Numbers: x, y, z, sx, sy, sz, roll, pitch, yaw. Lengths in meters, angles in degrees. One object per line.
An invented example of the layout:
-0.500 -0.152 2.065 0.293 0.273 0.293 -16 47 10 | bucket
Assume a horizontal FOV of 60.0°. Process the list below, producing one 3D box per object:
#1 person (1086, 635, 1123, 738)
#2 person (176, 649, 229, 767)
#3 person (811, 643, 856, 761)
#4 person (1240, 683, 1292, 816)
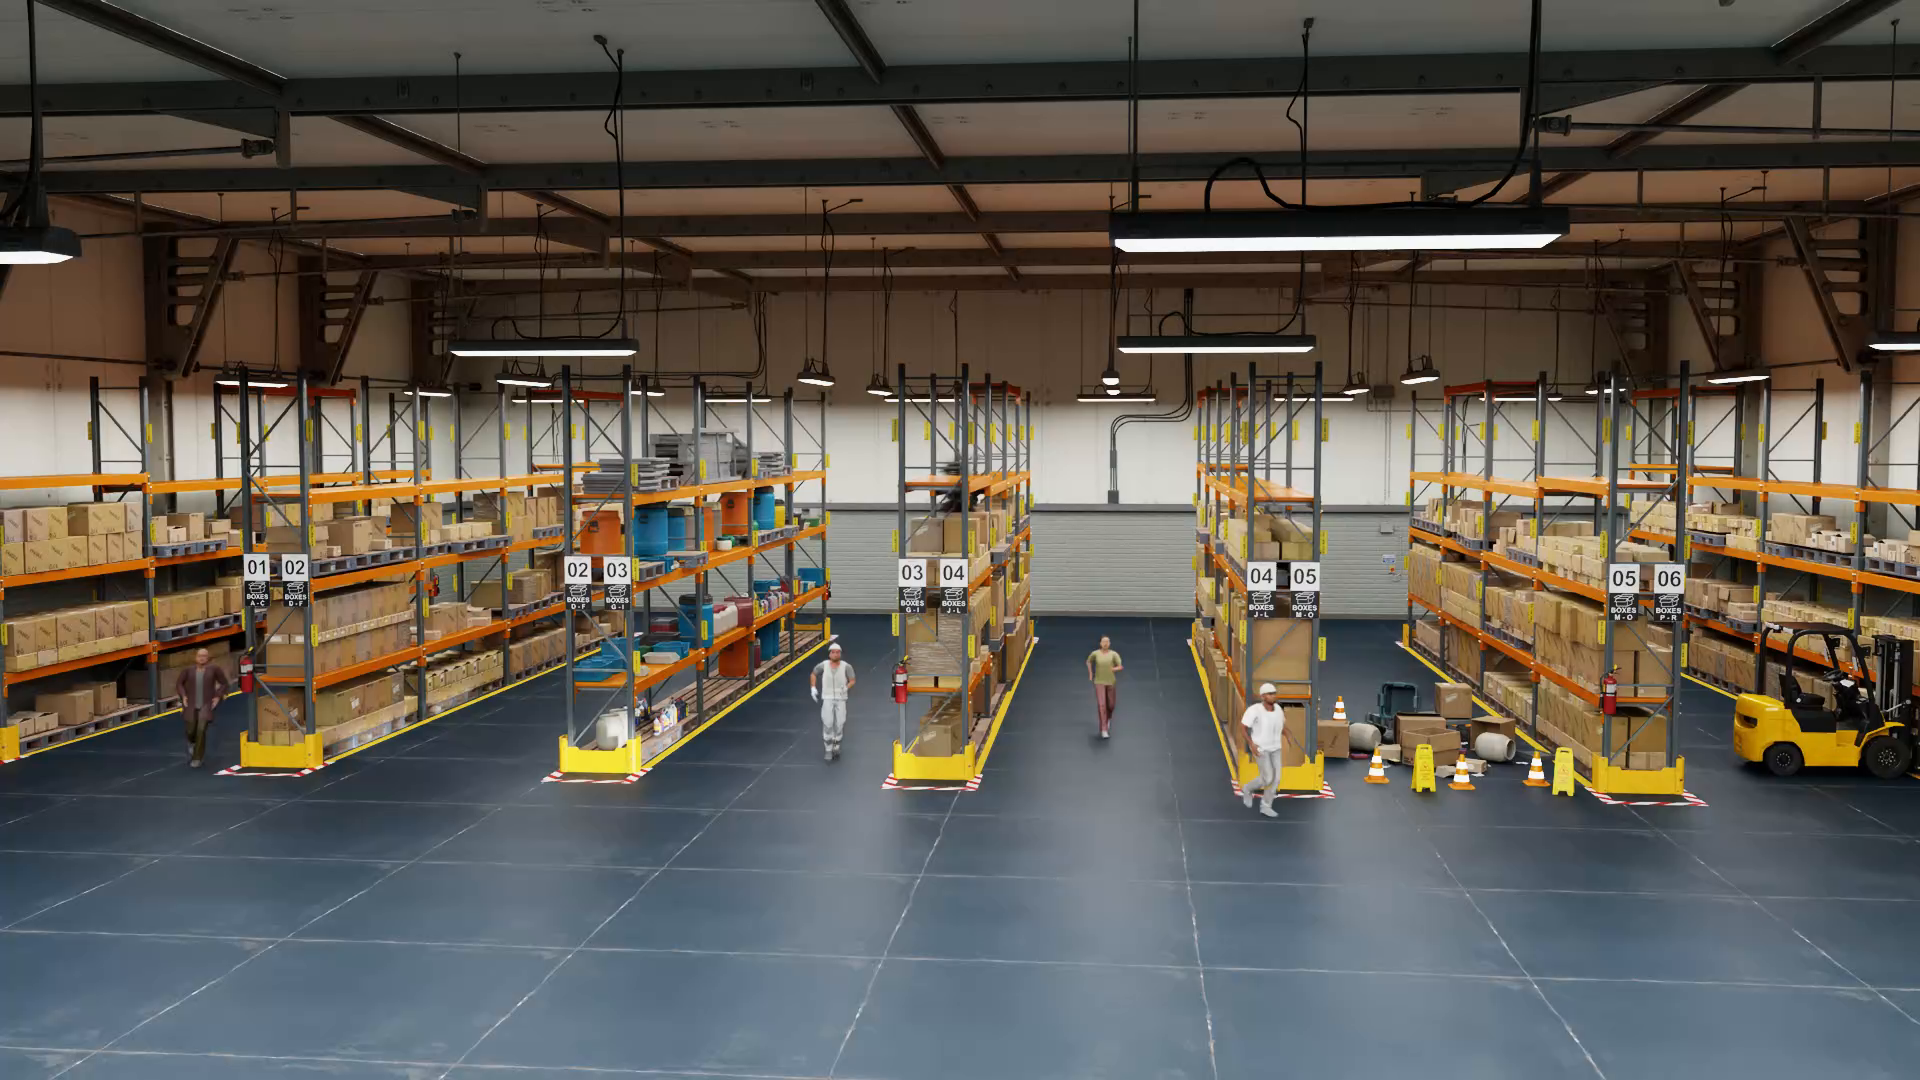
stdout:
2.399 2.385 27.517 0.581 1.646 0.960 0 4 -2 | person
-11.519 2.536 25.295 0.747 1.779 0.766 -1 4 -16 | person
-1.943 2.495 25.528 0.691 1.819 0.664 0 4 -6 | person
4.013 2.738 21.870 0.719 1.736 0.577 -2 4 -30 | person
